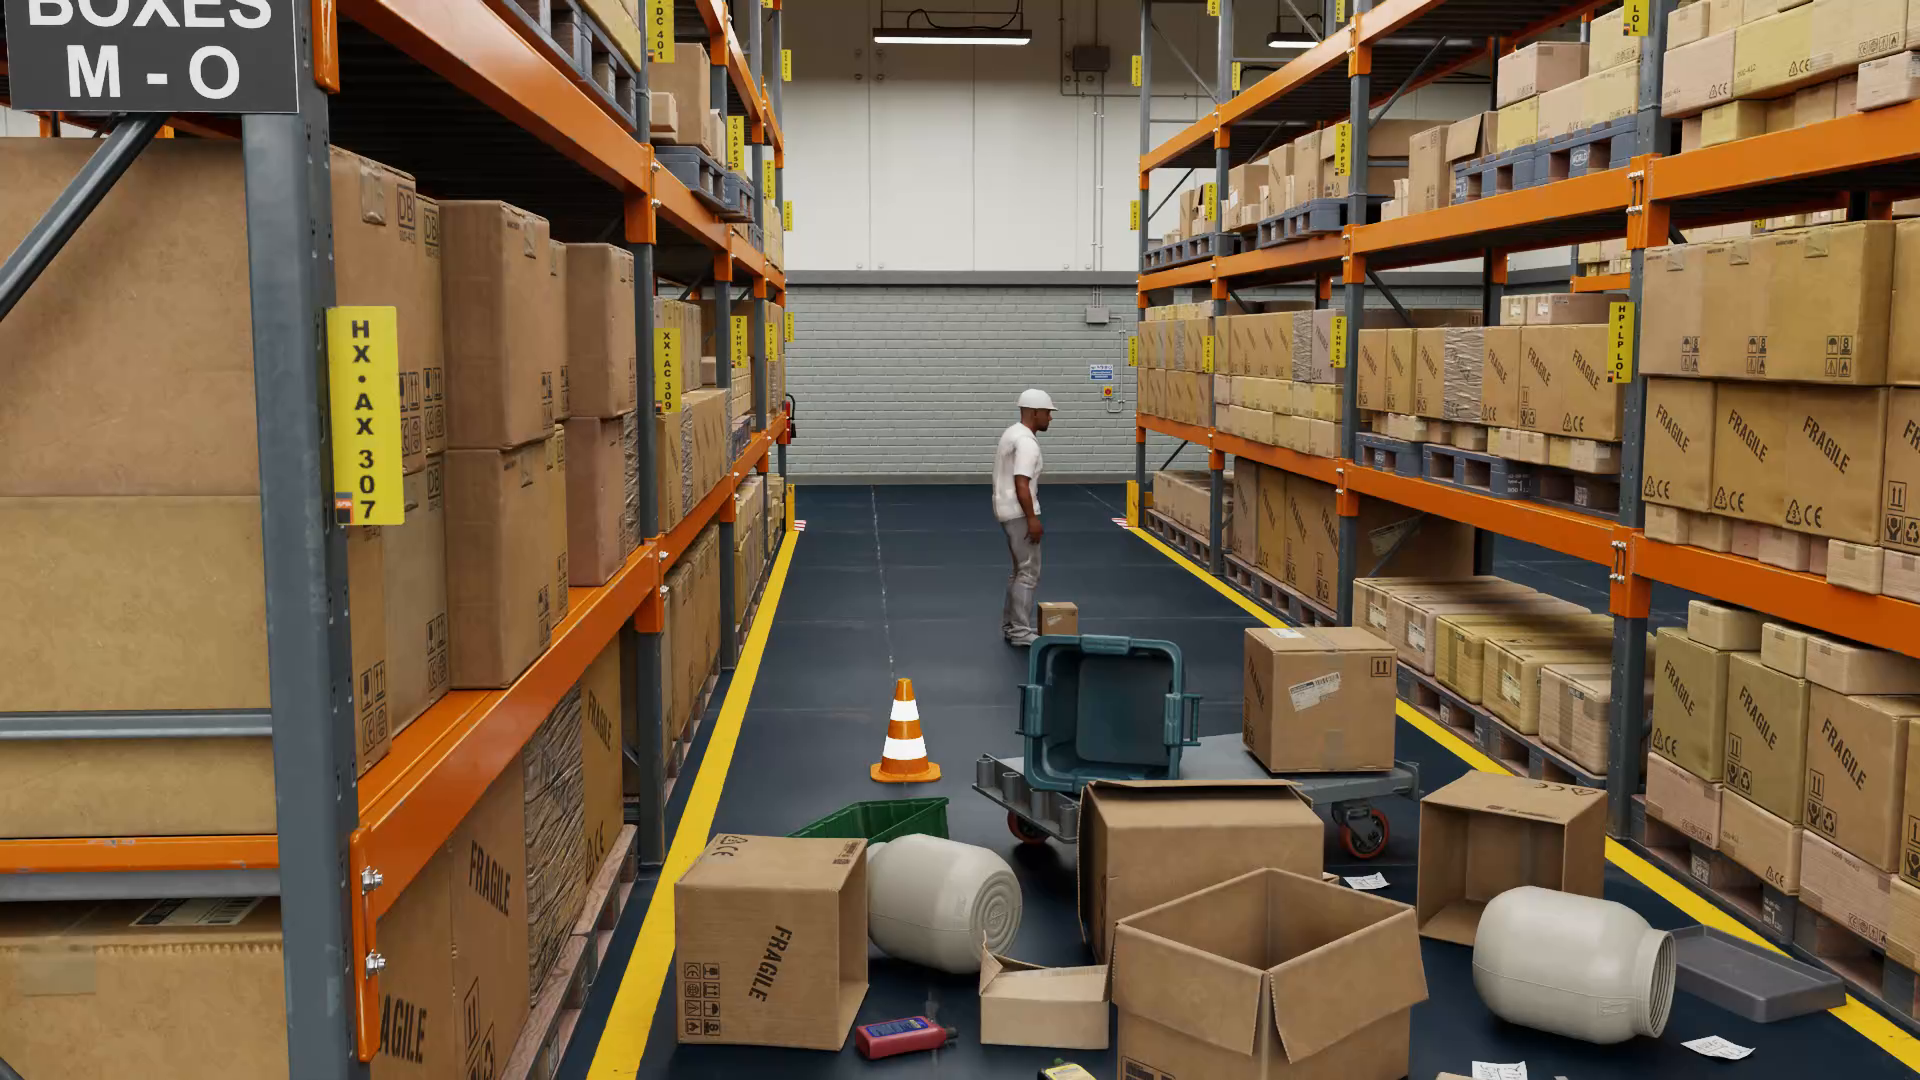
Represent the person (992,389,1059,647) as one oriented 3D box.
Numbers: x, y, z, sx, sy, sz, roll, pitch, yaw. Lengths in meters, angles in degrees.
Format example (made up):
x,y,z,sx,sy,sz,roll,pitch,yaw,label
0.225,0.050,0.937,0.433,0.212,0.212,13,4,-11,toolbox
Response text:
x,y,z,sx,sy,sz,roll,pitch,yaw,label
0.457,-0.165,11.543,0.456,1.761,0.627,0,7,-3,person
